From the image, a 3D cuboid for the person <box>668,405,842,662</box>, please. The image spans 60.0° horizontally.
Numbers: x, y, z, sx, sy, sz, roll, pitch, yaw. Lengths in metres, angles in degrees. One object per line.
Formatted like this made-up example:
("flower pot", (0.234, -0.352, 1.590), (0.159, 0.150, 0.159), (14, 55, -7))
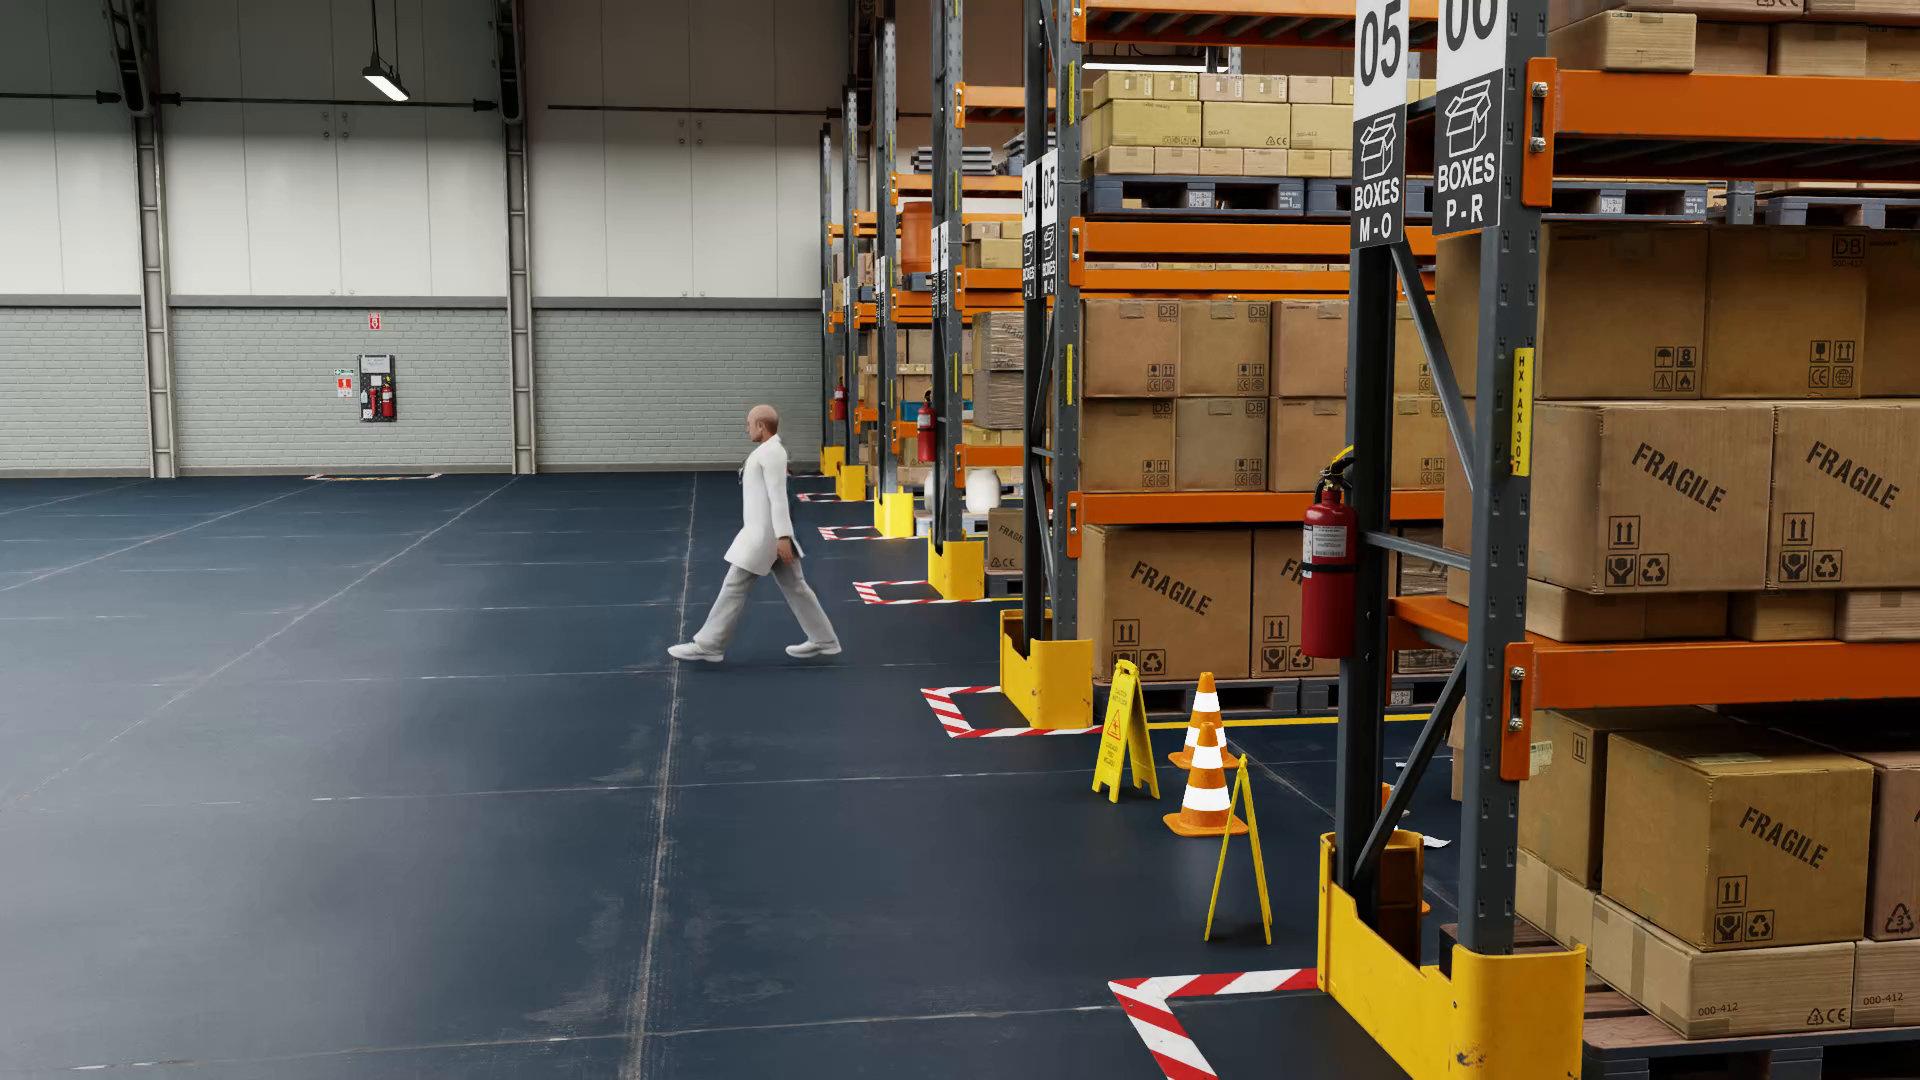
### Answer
("person", (-1.370, -0.049, 11.157), (1.131, 1.713, 0.636), (0, 6, 3))
